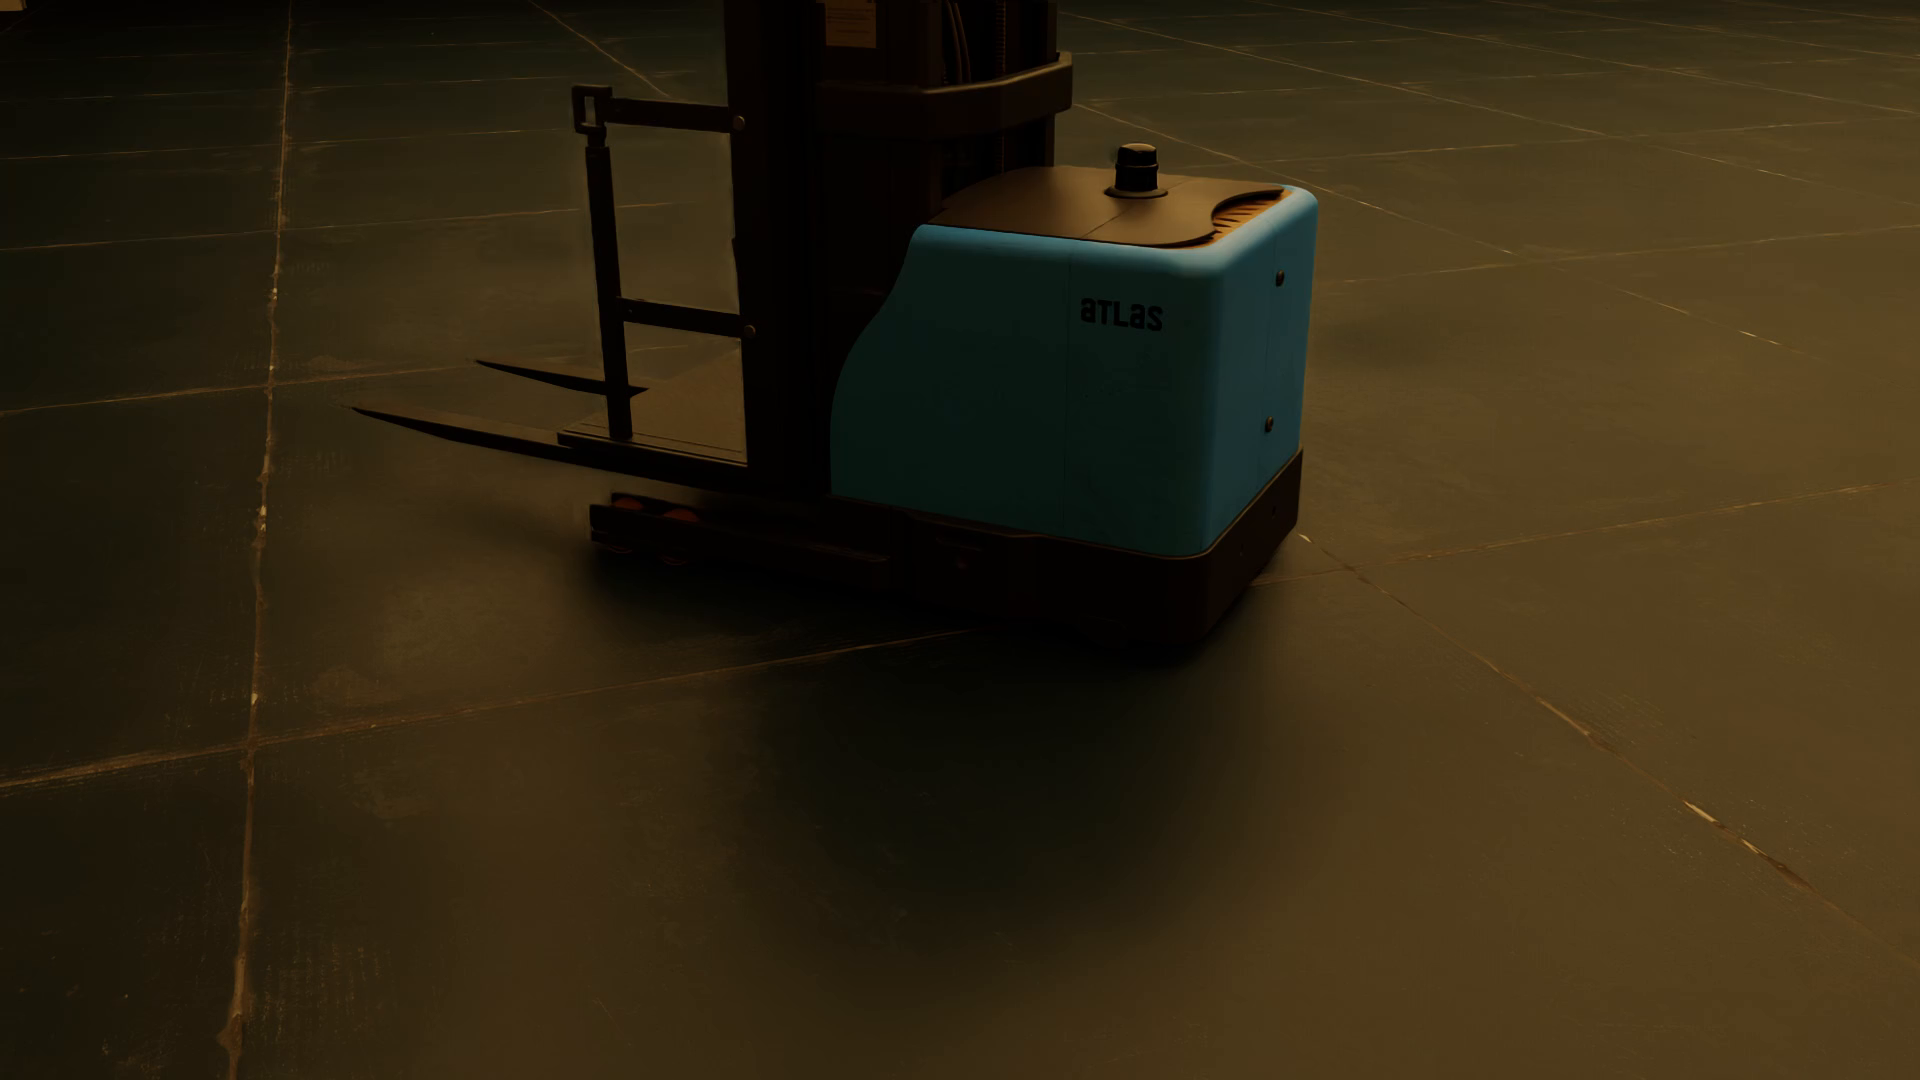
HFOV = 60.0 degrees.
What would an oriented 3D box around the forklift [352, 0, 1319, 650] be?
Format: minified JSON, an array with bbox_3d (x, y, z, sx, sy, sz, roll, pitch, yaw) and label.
[{"bbox_3d":[-0.533,-1.445,4.735,3.031,2.935,1.130,11,25,24],"label":"forklift"}]
